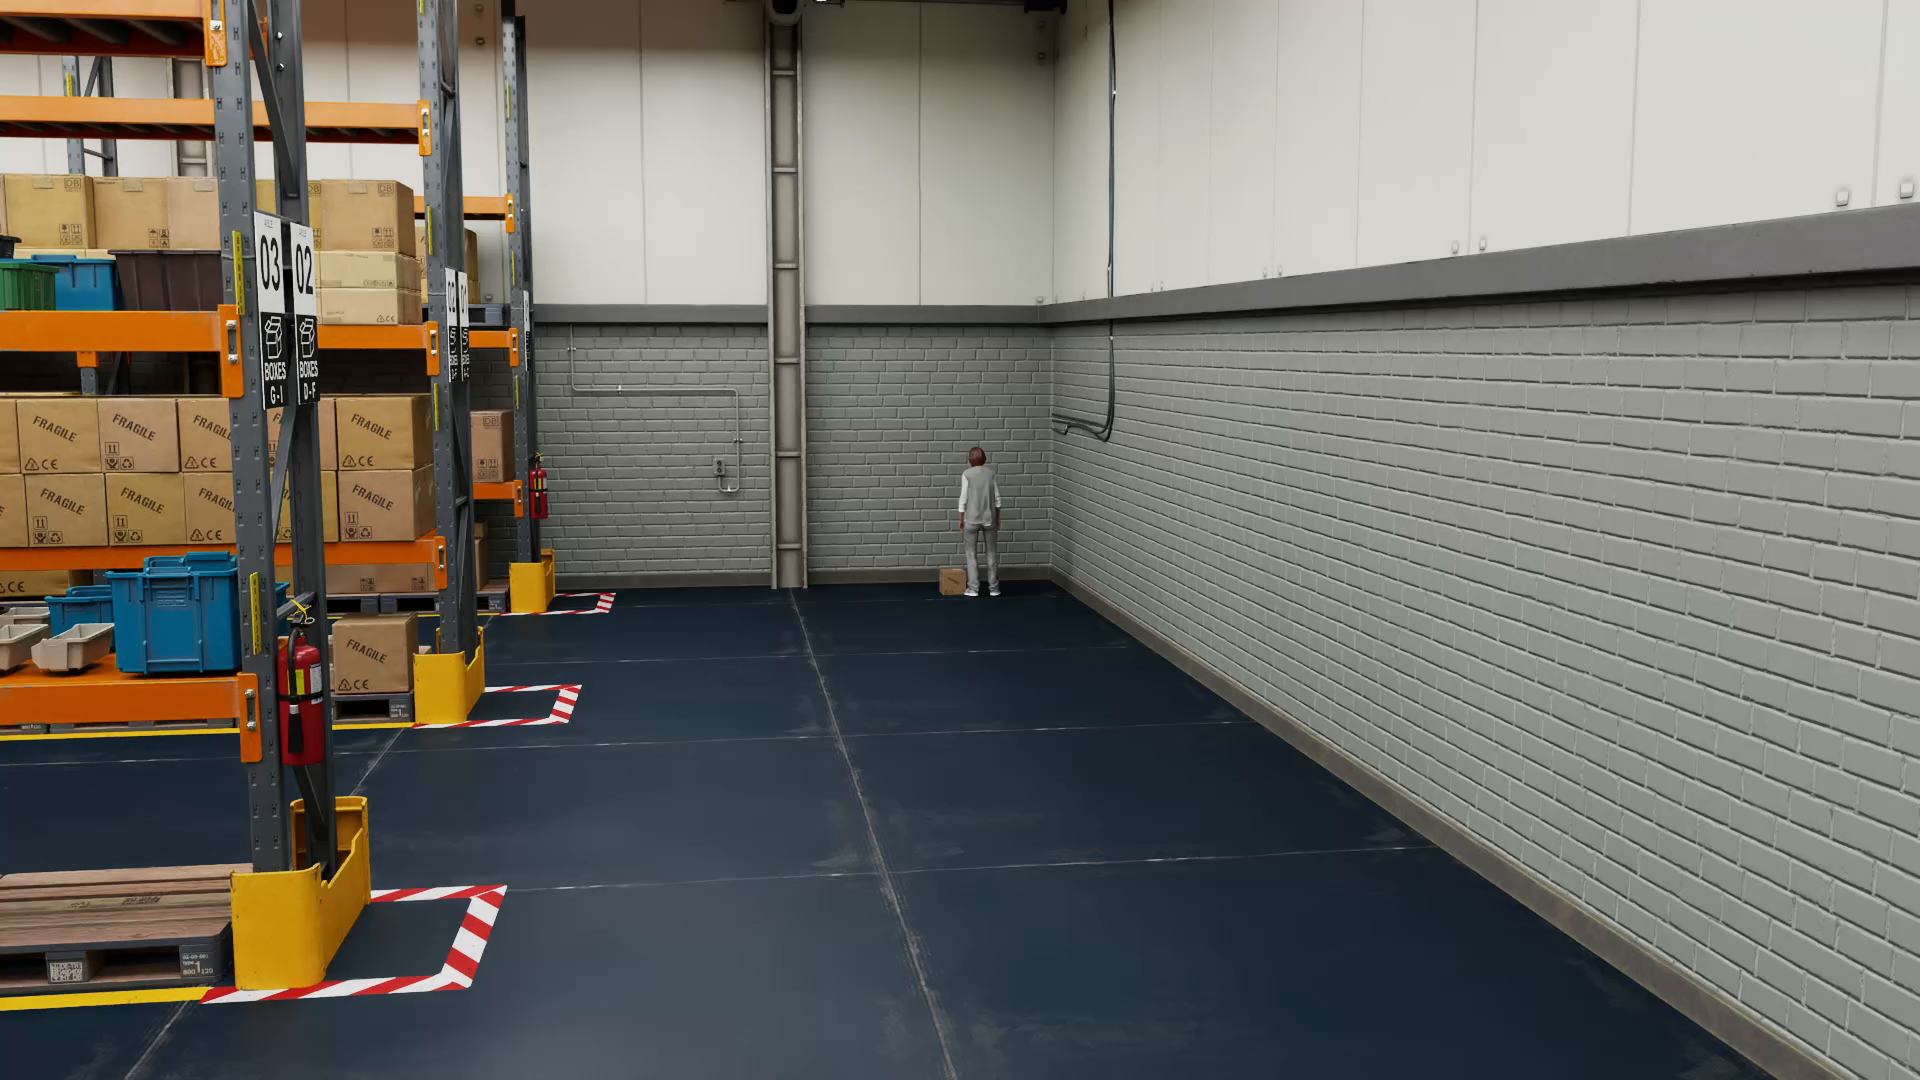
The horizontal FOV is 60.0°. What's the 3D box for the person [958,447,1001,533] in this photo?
[{"bbox_3d":[0.204,-0.531,17.643,0.464,0.912,0.330,-1,7,-12],"label":"person"}]
